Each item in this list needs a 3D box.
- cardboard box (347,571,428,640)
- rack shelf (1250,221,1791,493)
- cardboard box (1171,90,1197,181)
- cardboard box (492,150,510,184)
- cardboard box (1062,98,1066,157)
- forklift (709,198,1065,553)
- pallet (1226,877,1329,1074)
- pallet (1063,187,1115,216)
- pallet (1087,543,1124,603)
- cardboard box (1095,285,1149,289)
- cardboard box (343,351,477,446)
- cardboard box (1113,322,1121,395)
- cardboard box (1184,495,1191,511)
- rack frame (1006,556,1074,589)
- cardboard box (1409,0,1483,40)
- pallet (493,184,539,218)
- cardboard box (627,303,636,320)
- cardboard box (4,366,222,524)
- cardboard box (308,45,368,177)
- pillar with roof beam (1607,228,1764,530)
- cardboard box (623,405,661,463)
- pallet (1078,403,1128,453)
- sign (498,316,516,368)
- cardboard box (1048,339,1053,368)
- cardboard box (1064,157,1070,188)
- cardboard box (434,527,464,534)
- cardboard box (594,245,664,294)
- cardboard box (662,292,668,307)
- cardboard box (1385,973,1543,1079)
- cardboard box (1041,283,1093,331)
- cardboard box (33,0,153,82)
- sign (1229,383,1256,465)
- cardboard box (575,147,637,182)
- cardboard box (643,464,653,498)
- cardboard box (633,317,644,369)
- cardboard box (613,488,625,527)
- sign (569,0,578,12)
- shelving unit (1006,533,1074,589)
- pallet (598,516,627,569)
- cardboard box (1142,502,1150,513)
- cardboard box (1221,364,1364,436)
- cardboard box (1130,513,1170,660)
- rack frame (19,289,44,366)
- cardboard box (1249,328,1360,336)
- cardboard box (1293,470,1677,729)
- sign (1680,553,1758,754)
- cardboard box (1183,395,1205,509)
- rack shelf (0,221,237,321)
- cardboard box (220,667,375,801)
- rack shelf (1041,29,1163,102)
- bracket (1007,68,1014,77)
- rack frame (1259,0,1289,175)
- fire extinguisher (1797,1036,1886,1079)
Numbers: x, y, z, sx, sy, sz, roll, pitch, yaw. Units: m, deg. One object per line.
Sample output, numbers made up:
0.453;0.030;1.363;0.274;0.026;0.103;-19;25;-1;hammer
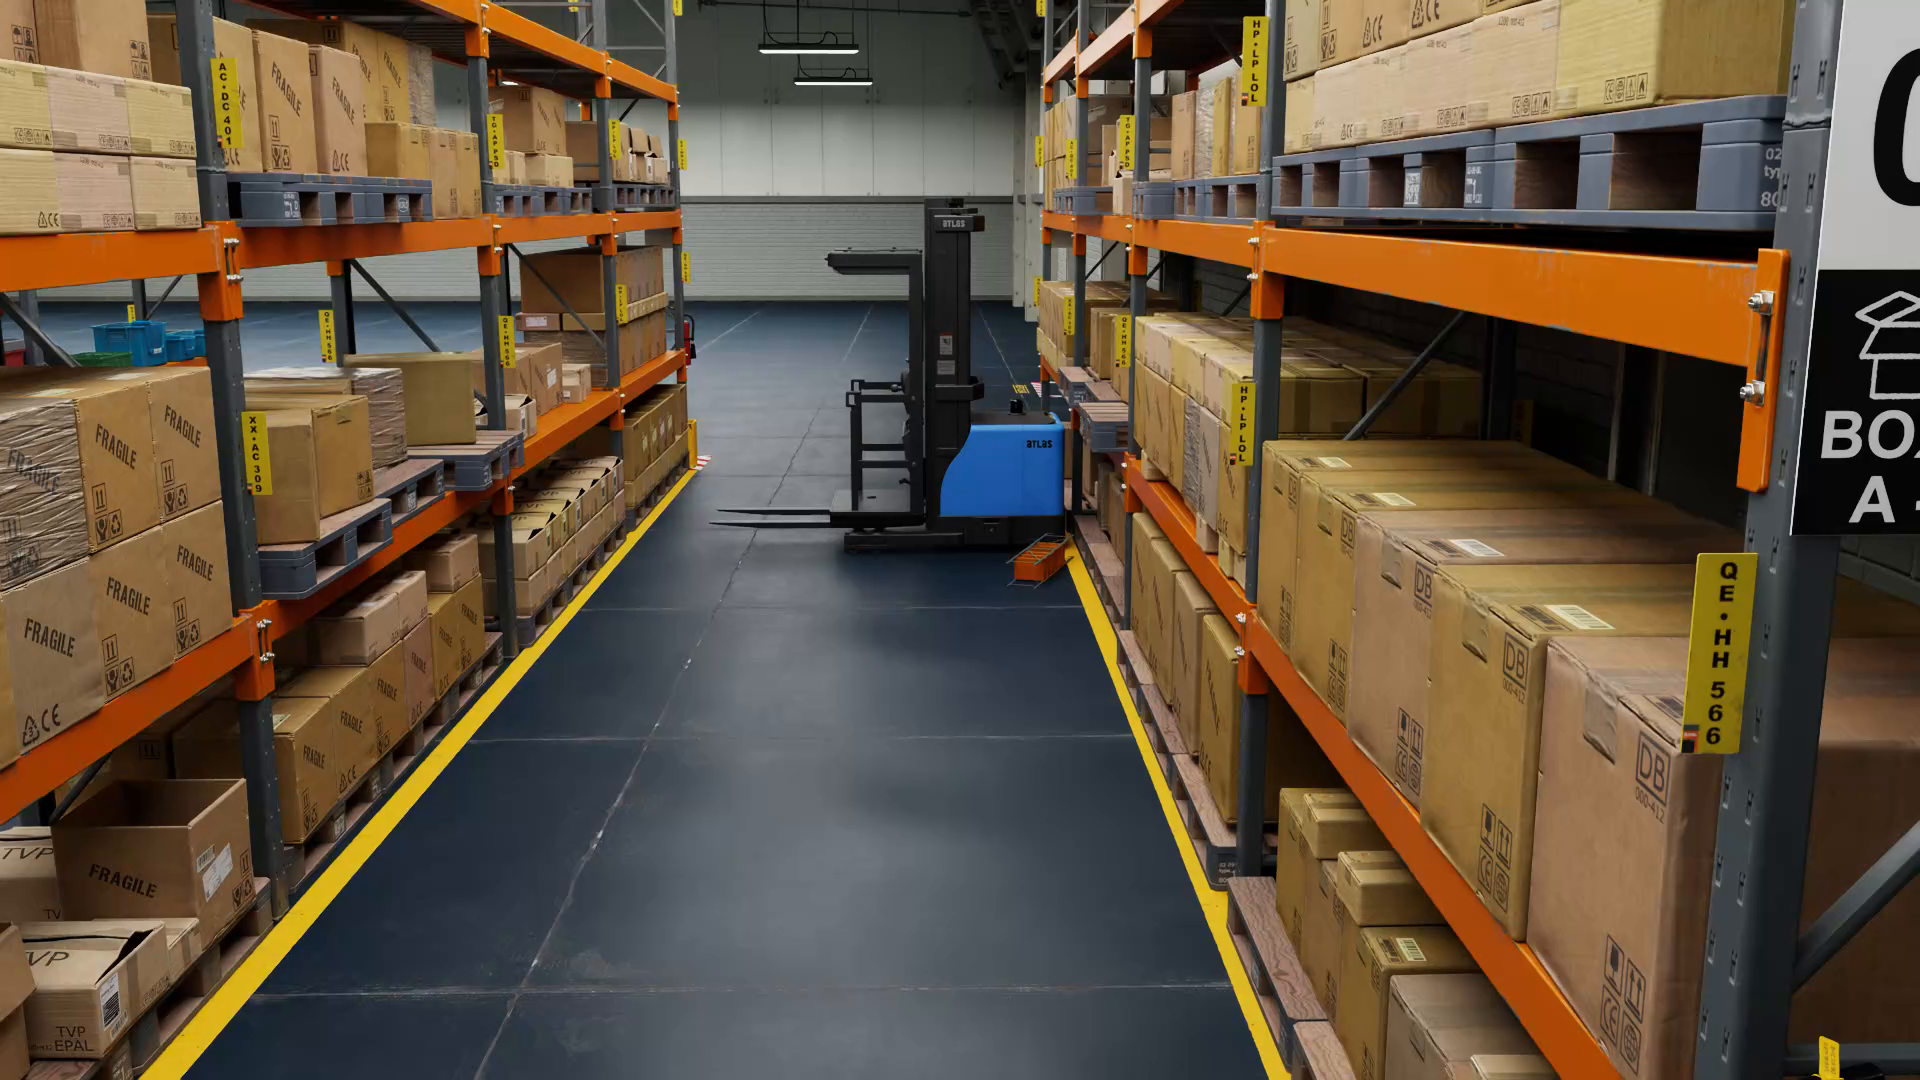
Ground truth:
-3.093;0.337;8.649;0.500;0.250;0.500;0;11;-2;cardboard box
1.699;-0.650;4.486;1.077;0.370;4.000;0;11;-1;rack shelf
1.642;-2.366;9.775;0.700;0.500;0.500;-1;12;-6;cardboard box
-3.473;-2.615;11.680;0.500;0.250;0.500;0;11;-2;cardboard box
1.189;-3.748;15.127;0.500;0.500;0.500;0;11;2;cardboard box
-0.629;-1.434;14.254;3.031;2.935;1.130;0;11;-1;forklift
1.595;1.588;6.203;1.003;0.211;1.213;0;11;-1;pallet
1.423;-2.570;12.608;1.213;0.211;1.003;0;11;-1;pallet
1.538;0.244;12.827;1.003;0.211;1.213;0;11;-1;pallet
1.647;-2.324;16.911;0.500;0.500;0.500;-1;11;-3;cardboard box
-3.252;-0.835;9.821;0.700;0.500;0.500;-4;12;-20;cardboard box
1.507;-1.331;12.219;0.700;0.500;0.500;0;11;-1;cardboard box
1.393;-0.241;8.785;0.380;0.149;0.250;0;11;-1;cardboard box
0.650;0.248;13.304;0.240;0.006;1.200;4;12;18;rack frame
1.434;-1.502;4.057;0.500;0.500;0.500;-1;11;-4;cardboard box
-3.481;-2.217;10.872;1.213;0.211;1.003;0;11;1;pallet
-3.303;-2.177;15.863;0.380;0.149;0.250;-1;11;-3;cardboard box
-3.026;-0.349;5.969;0.500;0.500;0.500;0;11;-1;cardboard box
-3.262;-2.049;8.011;0.600;0.600;0.600;-1;11;-3;cardboard box
-1.767;-2.717;5.321;9.100;9.000;0.400;0;11;-1;pillar with roof beam
-3.178;-1.018;16.005;0.500;0.500;0.500;0;11;-1;cardboard box
1.454;-0.773;11.307;1.213;0.211;1.003;0;11;-1;pallet
-2.835;-1.237;10.401;0.100;0.325;0.005;0;11;-1;sign
1.140;-1.849;16.456;0.500;0.250;0.500;0;11;-1;cardboard box
1.237;-3.250;15.187;0.500;0.500;0.500;-1;12;-6;cardboard box
-3.635;0.059;11.172;0.500;0.311;0.500;0;11;0;cardboard box
-3.545;-2.876;17.678;0.700;0.500;0.500;0;11;-1;cardboard box
-3.345;-2.587;17.882;0.380;0.149;0.250;0;11;-2;cardboard box
1.604;1.546;4.627;0.700;0.500;0.500;-1;11;-3;cardboard box
1.119;-2.425;17.411;0.500;0.500;0.500;0;11;-1;cardboard box
-3.247;-1.822;5.685;0.700;0.500;0.500;0;11;-1;cardboard box
1.115;-0.455;6.545;0.100;0.325;0.005;0;11;-1;sign
-3.218;-3.409;15.090;0.500;0.311;0.500;-1;12;-4;cardboard box
-3.172;-0.551;15.589;0.500;0.250;0.500;0;11;-1;cardboard box
-3.511;-1.943;16.342;0.700;0.500;0.500;0;11;1;cardboard box
-3.162;-0.277;14.238;0.500;0.250;0.500;0;11;-2;cardboard box
-4.098;-5.769;17.616;0.100;0.325;0.005;0;11;-1;sign
0.650;0.158;13.286;0.258;0.189;1.200;4;12;18;shelving unit
-3.406;0.013;13.963;1.003;0.211;1.213;0;11;-1;pallet
1.559;-0.340;11.986;0.500;0.250;0.500;0;11;0;cardboard box
1.392;-0.594;7.009;0.500;0.250;0.500;0;11;0;cardboard box
1.459;0.269;10.041;0.750;0.750;0.750;0;11;-2;cardboard box
-8.413;-1.480;14.311;1.000;3.000;0.127;0;11;-1;rack frame
1.858;-1.004;9.026;0.500;0.250;0.500;-1;11;-3;cardboard box
1.662;0.175;5.396;0.980;0.700;0.700;-1;11;-3;cardboard box
1.197;0.180;2.617;0.100;0.325;0.005;0;11;-1;sign
1.374;-0.427;8.070;0.500;0.500;0.500;0;11;-1;cardboard box
-3.254;-0.629;4.382;1.077;0.370;4.000;0;11;-1;rack shelf
-3.084;0.897;7.775;0.500;0.500;0.500;0;11;0;cardboard box
1.451;-4.504;15.946;1.077;0.370;4.000;0;11;-1;rack shelf
1.376;-12.252;43.264;0.076;0.066;4.783;0;11;-1;bracket
1.657;-2.871;6.076;1.000;3.000;0.127;0;11;-1;rack frame
1.282;1.117;2.641;0.296;0.674;0.183;0;11;-1;fire extinguisher
